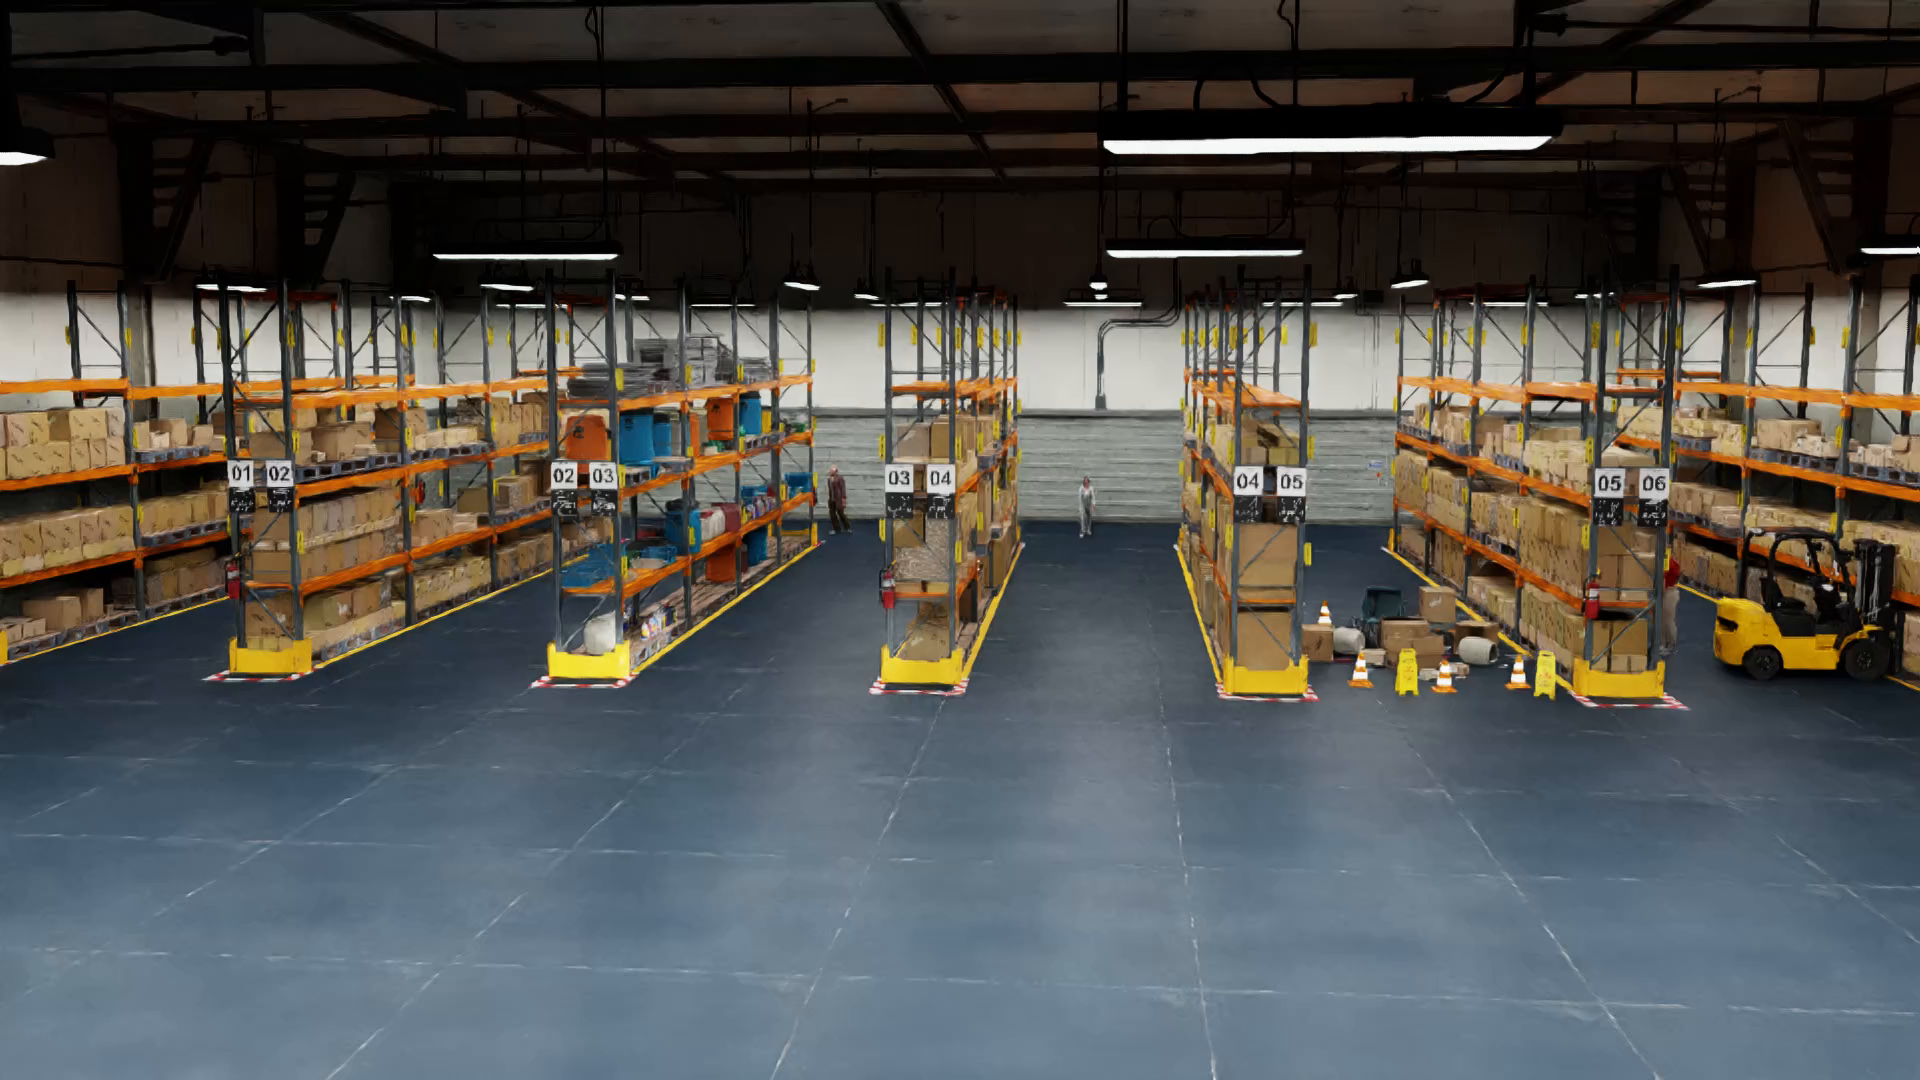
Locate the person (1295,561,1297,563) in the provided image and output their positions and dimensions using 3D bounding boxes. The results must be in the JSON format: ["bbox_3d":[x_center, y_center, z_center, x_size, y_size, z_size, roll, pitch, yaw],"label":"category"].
[{"bbox_3d":[7.424,-0.334,37.098,0.551,1.657,0.599,5,8,34],"label":"person"}]

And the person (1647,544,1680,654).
[{"bbox_3d":[11.224,0.916,26.528,0.568,1.724,0.655,5,9,36],"label":"person"}]

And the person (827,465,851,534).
[{"bbox_3d":[-3.101,-1.049,42.642,0.620,1.766,0.617,6,9,40],"label":"person"}]

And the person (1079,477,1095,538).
[{"bbox_3d":[3.195,-0.841,41.878,0.415,1.503,1.041,0,7,3],"label":"person"}]
